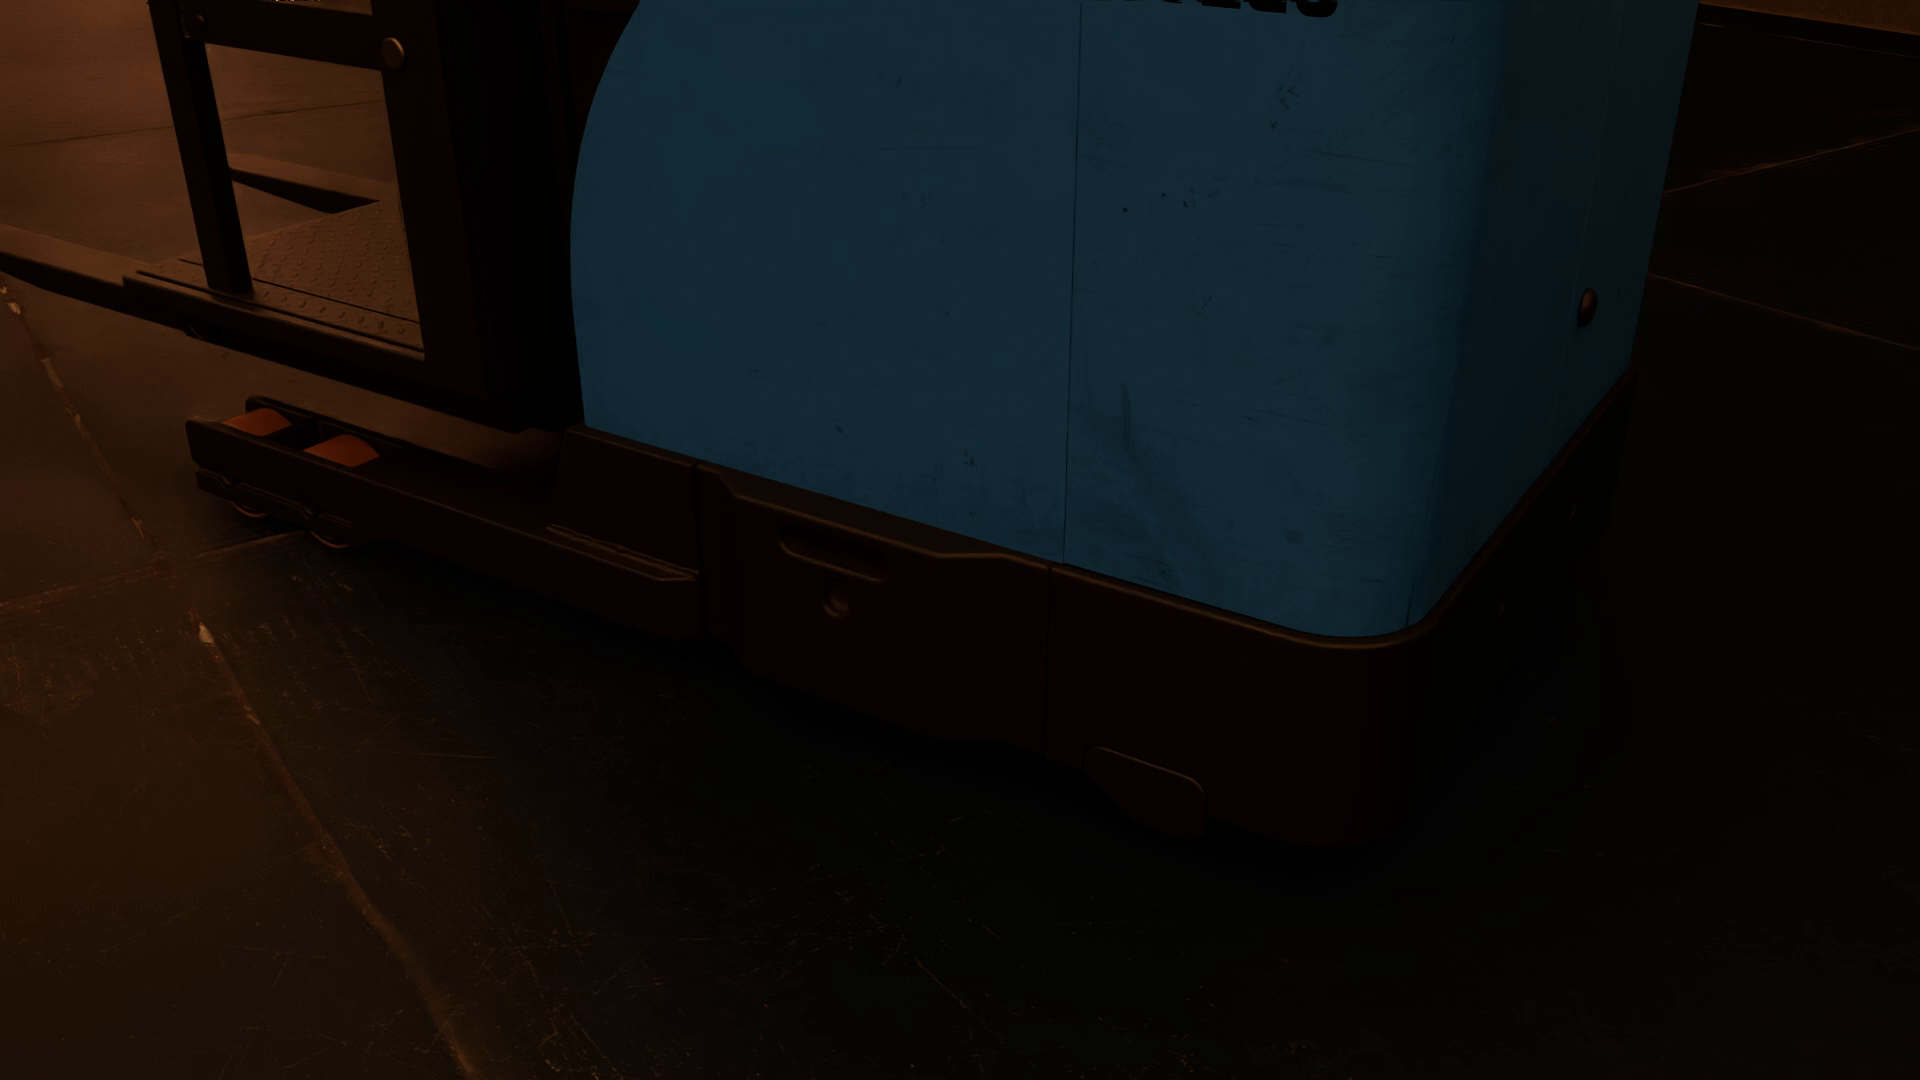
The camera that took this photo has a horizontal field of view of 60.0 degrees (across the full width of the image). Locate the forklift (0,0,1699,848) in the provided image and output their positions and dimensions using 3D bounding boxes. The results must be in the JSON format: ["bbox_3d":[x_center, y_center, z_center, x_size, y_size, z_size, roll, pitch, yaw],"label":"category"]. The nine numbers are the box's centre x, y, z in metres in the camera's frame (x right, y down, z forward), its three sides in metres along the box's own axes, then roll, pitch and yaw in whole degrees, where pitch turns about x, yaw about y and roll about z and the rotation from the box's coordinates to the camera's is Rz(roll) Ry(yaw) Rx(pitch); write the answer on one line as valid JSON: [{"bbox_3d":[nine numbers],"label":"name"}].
[{"bbox_3d":[-0.574,-1.477,2.175,3.031,2.935,1.130,16,31,29],"label":"forklift"}]
